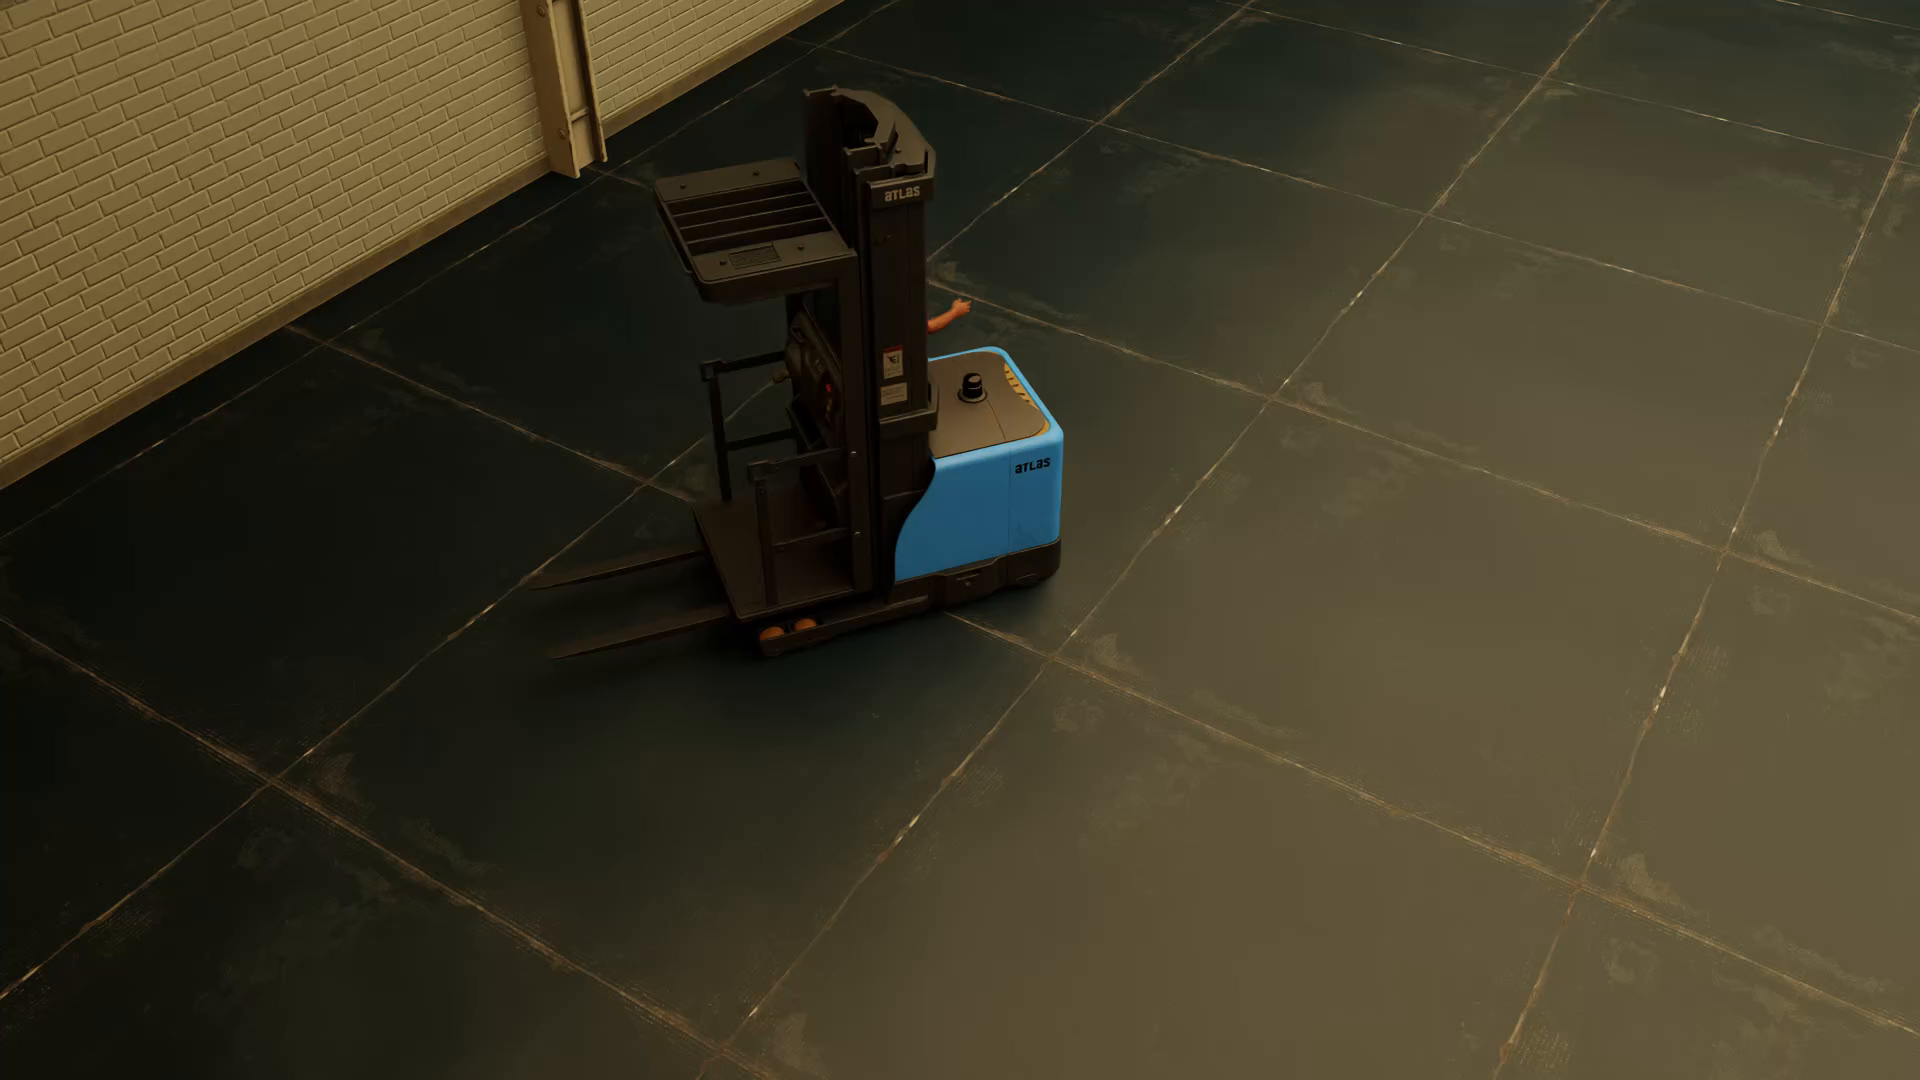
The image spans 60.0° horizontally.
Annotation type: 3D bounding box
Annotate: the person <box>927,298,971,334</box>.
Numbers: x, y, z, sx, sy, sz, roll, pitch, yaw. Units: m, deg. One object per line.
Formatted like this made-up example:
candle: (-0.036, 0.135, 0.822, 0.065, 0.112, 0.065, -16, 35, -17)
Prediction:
person: (-0.396, -1.372, 10.682, 0.796, 1.569, 0.971, -25, 46, -27)

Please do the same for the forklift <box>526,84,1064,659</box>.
forklift: (-0.973, -0.847, 8.967, 3.031, 2.935, 1.130, -14, 42, -16)
